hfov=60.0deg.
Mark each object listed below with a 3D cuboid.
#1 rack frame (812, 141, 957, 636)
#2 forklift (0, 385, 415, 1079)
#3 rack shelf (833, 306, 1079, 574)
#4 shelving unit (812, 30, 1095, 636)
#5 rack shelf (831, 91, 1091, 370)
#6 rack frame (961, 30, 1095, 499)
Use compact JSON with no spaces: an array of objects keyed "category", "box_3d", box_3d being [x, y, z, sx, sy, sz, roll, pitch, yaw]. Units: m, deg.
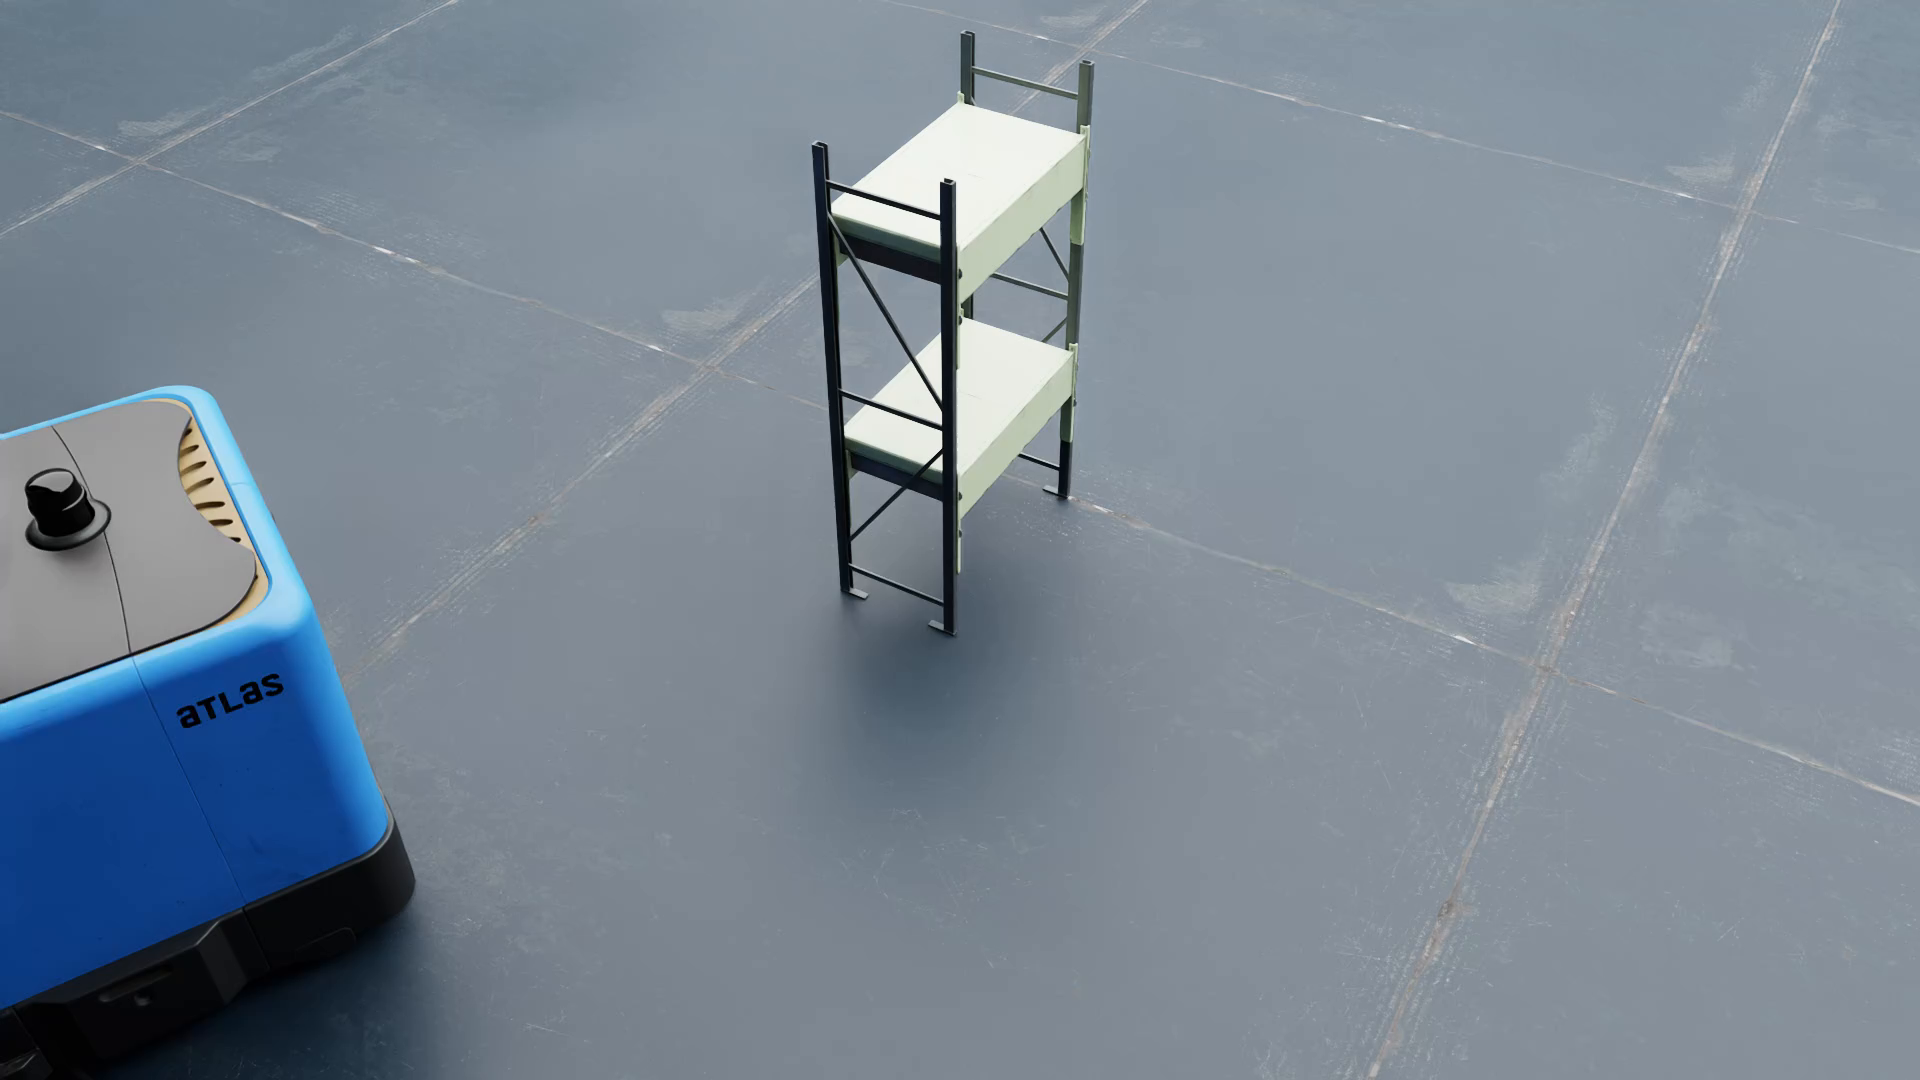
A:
[{"category":"rack frame","box_3d":[-0.186,-0.350,4.512,0.400,1.500,0.023,21,45,22]},{"category":"forklift","box_3d":[-2.884,0.087,2.934,3.031,2.935,1.130,-22,46,-23]},{"category":"rack shelf","box_3d":[-0.003,-0.314,4.965,0.431,0.370,0.720,21,45,22]},{"category":"shelving unit","box_3d":[-0.003,-0.559,4.750,0.431,1.500,0.755,21,45,22]},{"category":"rack shelf","box_3d":[-0.003,-0.852,4.492,0.431,0.370,0.720,21,45,22]},{"category":"rack frame","box_3d":[0.180,-0.768,4.988,0.400,1.500,0.023,21,45,22]}]
